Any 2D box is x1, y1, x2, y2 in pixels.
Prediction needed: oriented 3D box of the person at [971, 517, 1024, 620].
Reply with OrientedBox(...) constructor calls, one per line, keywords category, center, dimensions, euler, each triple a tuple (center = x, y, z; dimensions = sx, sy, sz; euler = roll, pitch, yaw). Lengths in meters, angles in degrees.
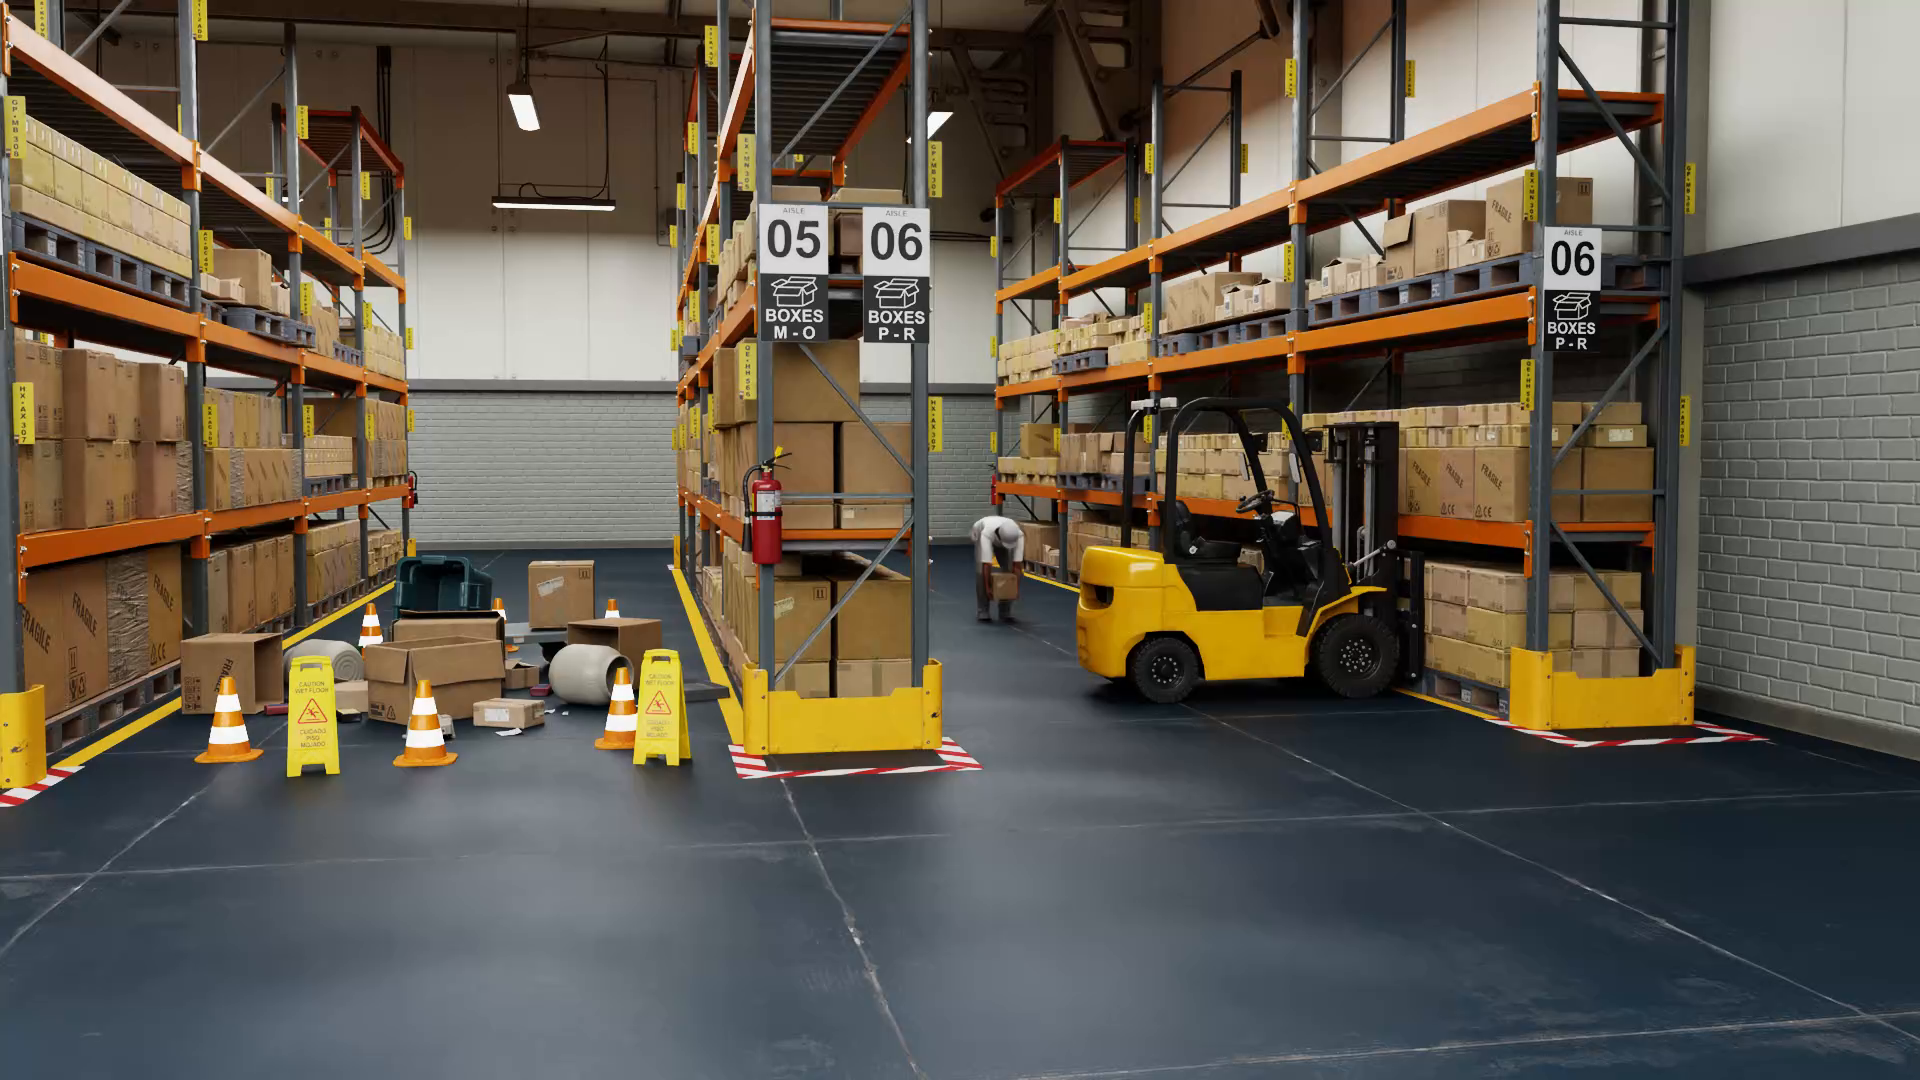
OrientedBox(category="person", center=(0.420, 0.302, 17.467), dimensions=(0.477, 1.096, 0.981), euler=(-1, 3, -14))
